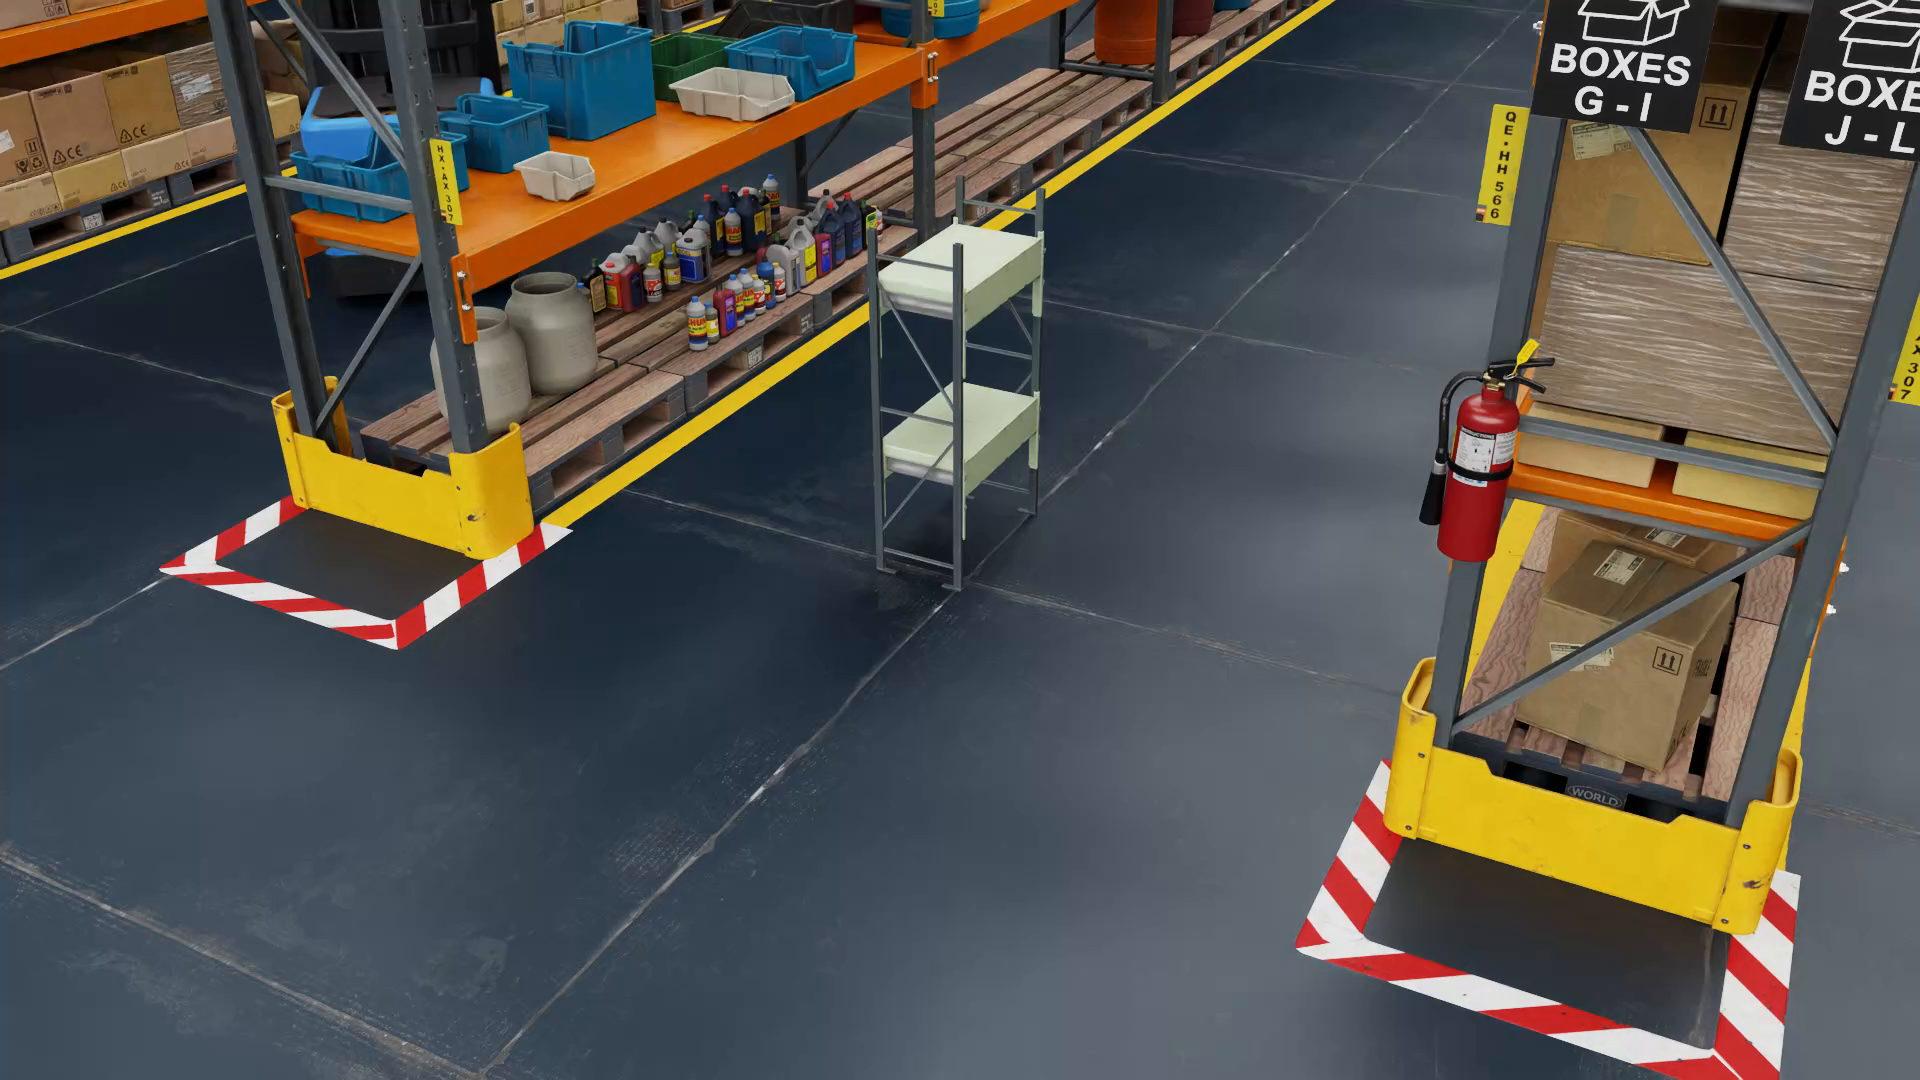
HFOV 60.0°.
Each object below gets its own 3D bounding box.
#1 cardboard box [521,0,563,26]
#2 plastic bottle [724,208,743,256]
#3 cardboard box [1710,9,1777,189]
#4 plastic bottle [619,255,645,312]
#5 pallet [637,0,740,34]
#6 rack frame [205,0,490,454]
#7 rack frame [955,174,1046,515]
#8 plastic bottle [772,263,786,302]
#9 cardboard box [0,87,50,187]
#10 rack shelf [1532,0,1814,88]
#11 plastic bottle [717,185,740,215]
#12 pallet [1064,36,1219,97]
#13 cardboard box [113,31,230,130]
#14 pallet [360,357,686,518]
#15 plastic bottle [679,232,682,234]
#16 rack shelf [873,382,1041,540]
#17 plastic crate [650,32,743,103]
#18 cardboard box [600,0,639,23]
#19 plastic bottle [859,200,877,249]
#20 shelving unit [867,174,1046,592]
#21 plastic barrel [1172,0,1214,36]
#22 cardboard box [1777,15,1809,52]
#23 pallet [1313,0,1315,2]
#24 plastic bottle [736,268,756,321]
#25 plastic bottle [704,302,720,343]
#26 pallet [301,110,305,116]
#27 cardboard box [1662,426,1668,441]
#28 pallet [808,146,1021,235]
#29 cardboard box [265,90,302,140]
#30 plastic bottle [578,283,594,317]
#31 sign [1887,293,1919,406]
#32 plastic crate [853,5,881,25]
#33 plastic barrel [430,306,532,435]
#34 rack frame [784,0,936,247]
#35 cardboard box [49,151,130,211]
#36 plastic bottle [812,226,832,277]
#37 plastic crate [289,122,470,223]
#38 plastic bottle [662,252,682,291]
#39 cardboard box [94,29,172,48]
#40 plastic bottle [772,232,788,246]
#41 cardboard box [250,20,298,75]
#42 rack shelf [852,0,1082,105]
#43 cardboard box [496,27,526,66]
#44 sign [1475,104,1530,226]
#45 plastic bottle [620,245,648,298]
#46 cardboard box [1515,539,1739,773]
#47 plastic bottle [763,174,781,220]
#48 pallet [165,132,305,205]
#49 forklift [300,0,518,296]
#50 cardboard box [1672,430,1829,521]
[{"bbox_3d":[-3.690,-4.531,13.904,0.500,0.311,0.500,14,33,23],"label":"cardboard box"},{"bbox_3d":[-1.317,-1.794,9.661,0.097,0.271,0.097,0,30,0],"label":"plastic bottle"},{"bbox_3d":[2.219,-1.374,5.228,0.500,0.500,0.500,14,33,23],"label":"cardboard box"},{"bbox_3d":[-1.763,-1.377,8.922,0.061,0.283,0.133,14,33,23],"label":"plastic bottle"},{"bbox_3d":[-2.833,-5.154,16.013,1.003,0.211,1.213,14,33,23],"label":"pallet"},{"bbox_3d":[-2.444,-1.369,6.622,1.000,3.000,0.127,14,33,23],"label":"rack frame"},{"bbox_3d":[0.164,-0.810,7.154,0.400,1.500,0.023,14,33,23],"label":"rack frame"},{"bbox_3d":[-1.000,-1.411,9.063,0.097,0.201,0.097,0,30,0],"label":"plastic bottle"},{"bbox_3d":[-5.967,-2.443,10.079,0.500,0.500,0.500,14,33,23],"label":"cardboard box"},{"bbox_3d":[2.877,-2.121,5.641,1.077,0.370,4.000,14,33,23],"label":"rack shelf"},{"bbox_3d":[-1.359,-1.921,9.801,0.144,0.351,0.185,15,33,25],"label":"plastic bottle"},{"bbox_3d":[1.523,-4.065,14.117,1.003,0.211,1.213,14,33,23],"label":"pallet"},{"bbox_3d":[-5.284,-3.108,11.237,0.500,0.500,0.500,14,33,23],"label":"cardboard box"},{"bbox_3d":[-2.076,-0.563,8.018,1.003,0.211,1.213,14,33,23],"label":"pallet"},{"bbox_3d":[-1.594,-1.652,9.483,0.097,0.201,0.097,0,30,0],"label":"plastic bottle"},{"bbox_3d":[-0.003,-0.365,7.034,0.431,0.370,0.720,14,33,23],"label":"rack shelf"},{"bbox_3d":[-1.491,-2.513,8.826,0.450,0.188,0.662,14,33,23],"label":"plastic crate"},{"bbox_3d":[-3.230,-4.742,14.835,0.500,0.250,0.500,15,33,24],"label":"cardboard box"},{"bbox_3d":[-0.547,-1.867,9.775,0.061,0.283,0.133,16,34,26],"label":"plastic bottle"},{"bbox_3d":[-0.003,-0.647,6.871,0.431,1.500,0.755,14,33,23],"label":"shelving unit"},{"bbox_3d":[1.923,-4.773,14.550,0.600,0.588,0.708,14,33,23],"label":"plastic barrel"},{"bbox_3d":[2.693,-1.253,5.017,0.500,0.500,0.500,14,33,23],"label":"cardboard box"},{"bbox_3d":[3.323,-5.814,17.163,1.003,0.211,1.213,14,33,23],"label":"pallet"},{"bbox_3d":[-1.139,-1.306,8.810,0.097,0.271,0.097,0,30,0],"label":"plastic bottle"},{"bbox_3d":[-1.293,-1.125,8.566,0.097,0.201,0.097,0,30,0],"label":"plastic bottle"},{"bbox_3d":[-4.728,-3.394,12.948,1.003,0.211,1.213,14,33,23],"label":"pallet"},{"bbox_3d":[2.026,-0.420,5.222,0.380,0.149,0.250,14,33,23],"label":"cardboard box"},{"bbox_3d":[-0.298,-2.290,11.026,1.003,0.211,1.213,14,33,23],"label":"pallet"},{"bbox_3d":[-5.046,-3.002,11.805,0.500,0.250,0.500,14,33,23],"label":"cardboard box"},{"bbox_3d":[-1.997,-1.260,8.800,0.097,0.201,0.097,0,30,0],"label":"plastic bottle"},{"bbox_3d":[2.449,-0.498,4.235,0.100,0.325,0.005,14,33,23],"label":"sign"},{"bbox_3d":[-0.673,-3.454,10.188,0.402,0.464,0.583,14,33,23],"label":"plastic crate"},{"bbox_3d":[-2.212,-0.781,7.675,0.421,0.512,0.421,0,30,0],"label":"plastic barrel"},{"bbox_3d":[-0.622,-3.142,9.710,1.000,3.000,0.127,14,33,23],"label":"rack frame"},{"bbox_3d":[-5.724,-2.336,10.645,0.500,0.250,0.500,14,33,23],"label":"cardboard box"},{"bbox_3d":[-0.783,-1.637,9.375,0.061,0.283,0.133,17,34,27],"label":"plastic bottle"},{"bbox_3d":[-2.482,-1.594,7.163,0.499,0.251,0.616,14,33,23],"label":"plastic crate"},{"bbox_3d":[-1.596,-1.493,9.206,0.097,0.201,0.097,0,30,0],"label":"plastic bottle"},{"bbox_3d":[-5.740,-3.225,11.439,0.500,0.500,0.500,14,33,23],"label":"cardboard box"},{"bbox_3d":[-0.996,-1.588,9.289,0.061,0.283,0.133,14,33,23],"label":"plastic bottle"},{"bbox_3d":[-5.100,-3.745,12.536,0.500,0.311,0.500,14,33,23],"label":"cardboard box"},{"bbox_3d":[0.290,-3.717,11.433,1.077,0.370,4.000,14,33,23],"label":"rack shelf"},{"bbox_3d":[-3.925,-4.062,13.650,0.500,0.250,0.500,15,33,24],"label":"cardboard box"},{"bbox_3d":[1.480,-1.019,4.533,0.100,0.325,0.005,14,33,23],"label":"sign"},{"bbox_3d":[-1.795,-1.459,9.072,0.152,0.276,0.135,13,32,22],"label":"plastic bottle"},{"bbox_3d":[2.265,0.383,5.658,0.500,0.500,0.500,21,36,32],"label":"cardboard box"},{"bbox_3d":[-1.157,-2.108,10.207,0.097,0.271,0.097,0,30,0],"label":"plastic bottle"},{"bbox_3d":[-5.429,-2.715,11.766,1.003,0.211,1.213,14,33,23],"label":"pallet"},{"bbox_3d":[-3.439,-3.387,10.205,1.130,2.935,3.031,-6,30,-11],"label":"forklift"},{"bbox_3d":[2.308,-0.209,4.854,0.380,0.149,0.250,14,33,23],"label":"cardboard box"}]
